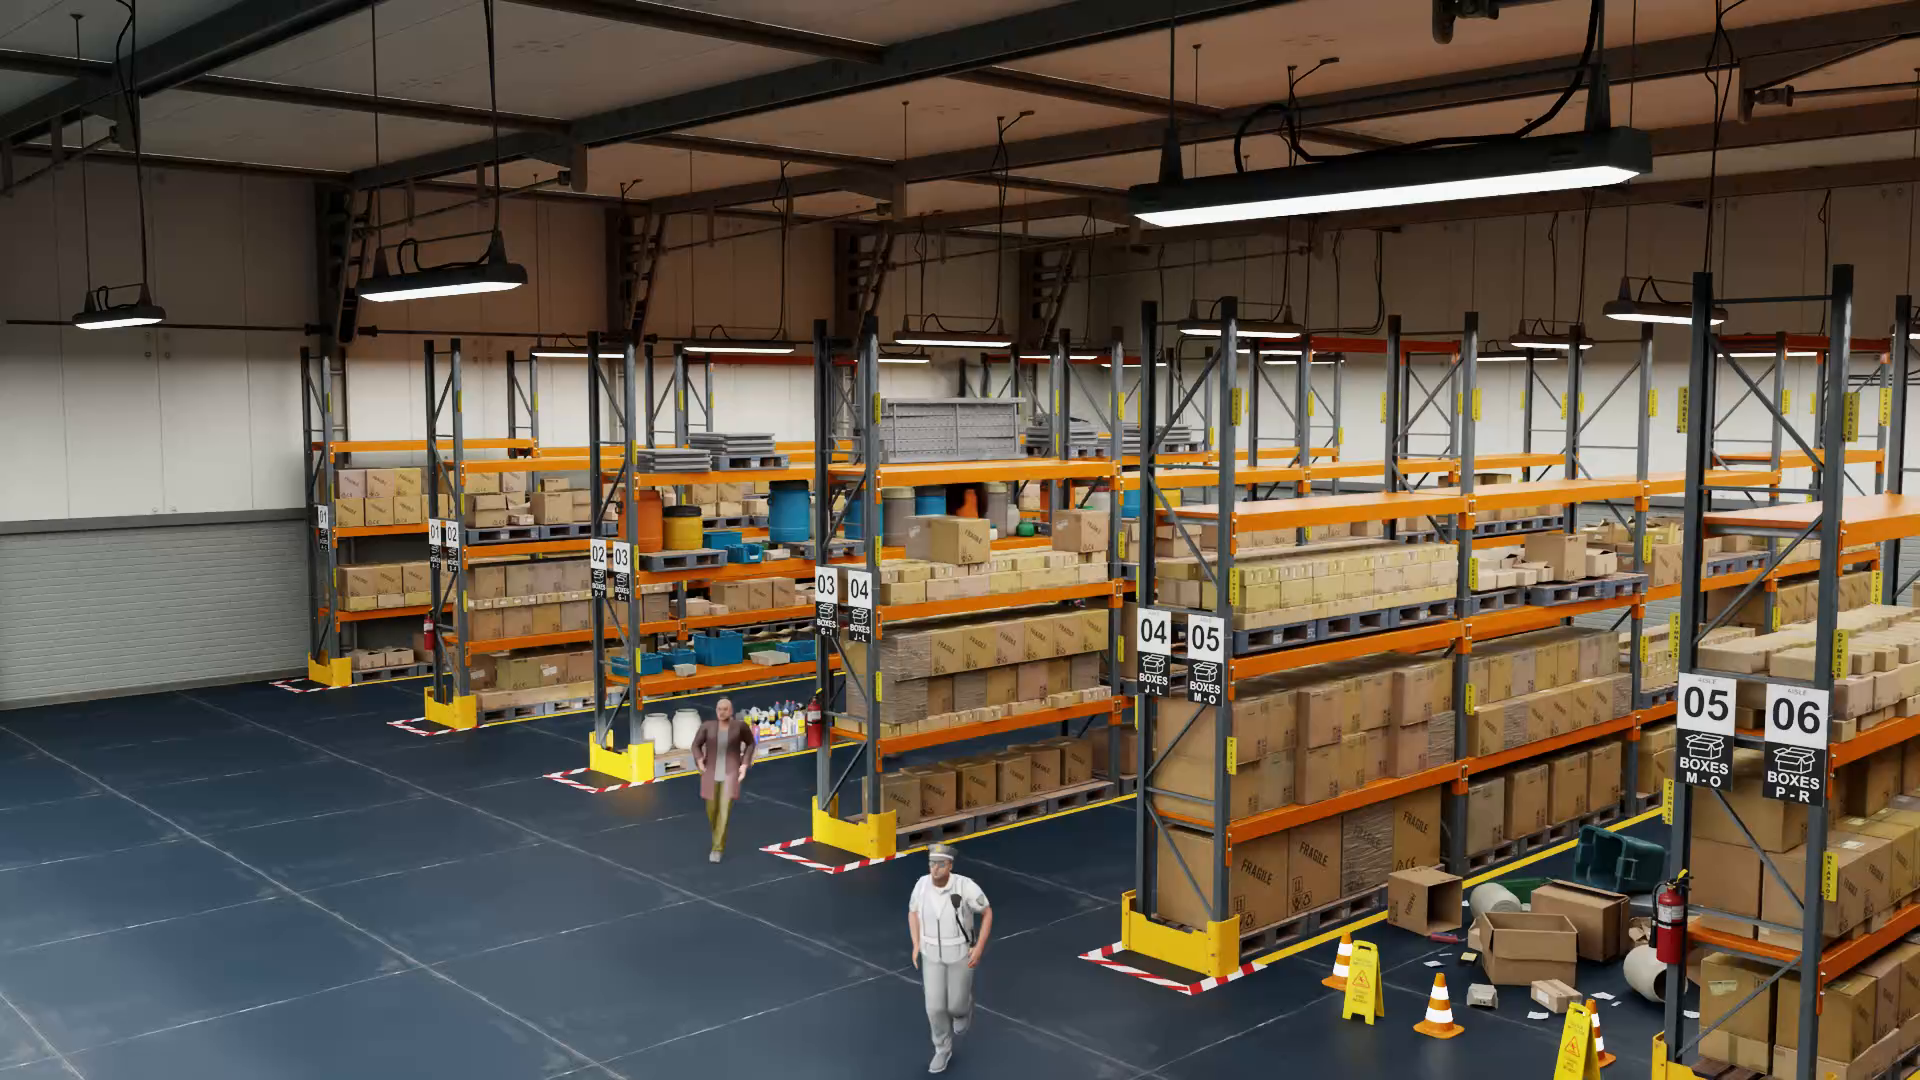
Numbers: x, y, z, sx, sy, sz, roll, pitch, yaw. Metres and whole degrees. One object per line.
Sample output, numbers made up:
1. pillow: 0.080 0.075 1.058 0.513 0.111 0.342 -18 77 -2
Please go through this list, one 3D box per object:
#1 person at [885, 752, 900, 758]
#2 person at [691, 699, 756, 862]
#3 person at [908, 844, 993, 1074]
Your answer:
1. person: -1.029 2.311 23.276 0.552 1.662 0.686 3 6 28
2. person: -2.642 2.632 18.493 0.706 1.757 0.986 0 5 3
3. person: -0.061 3.169 12.891 0.675 1.770 0.665 1 5 15
